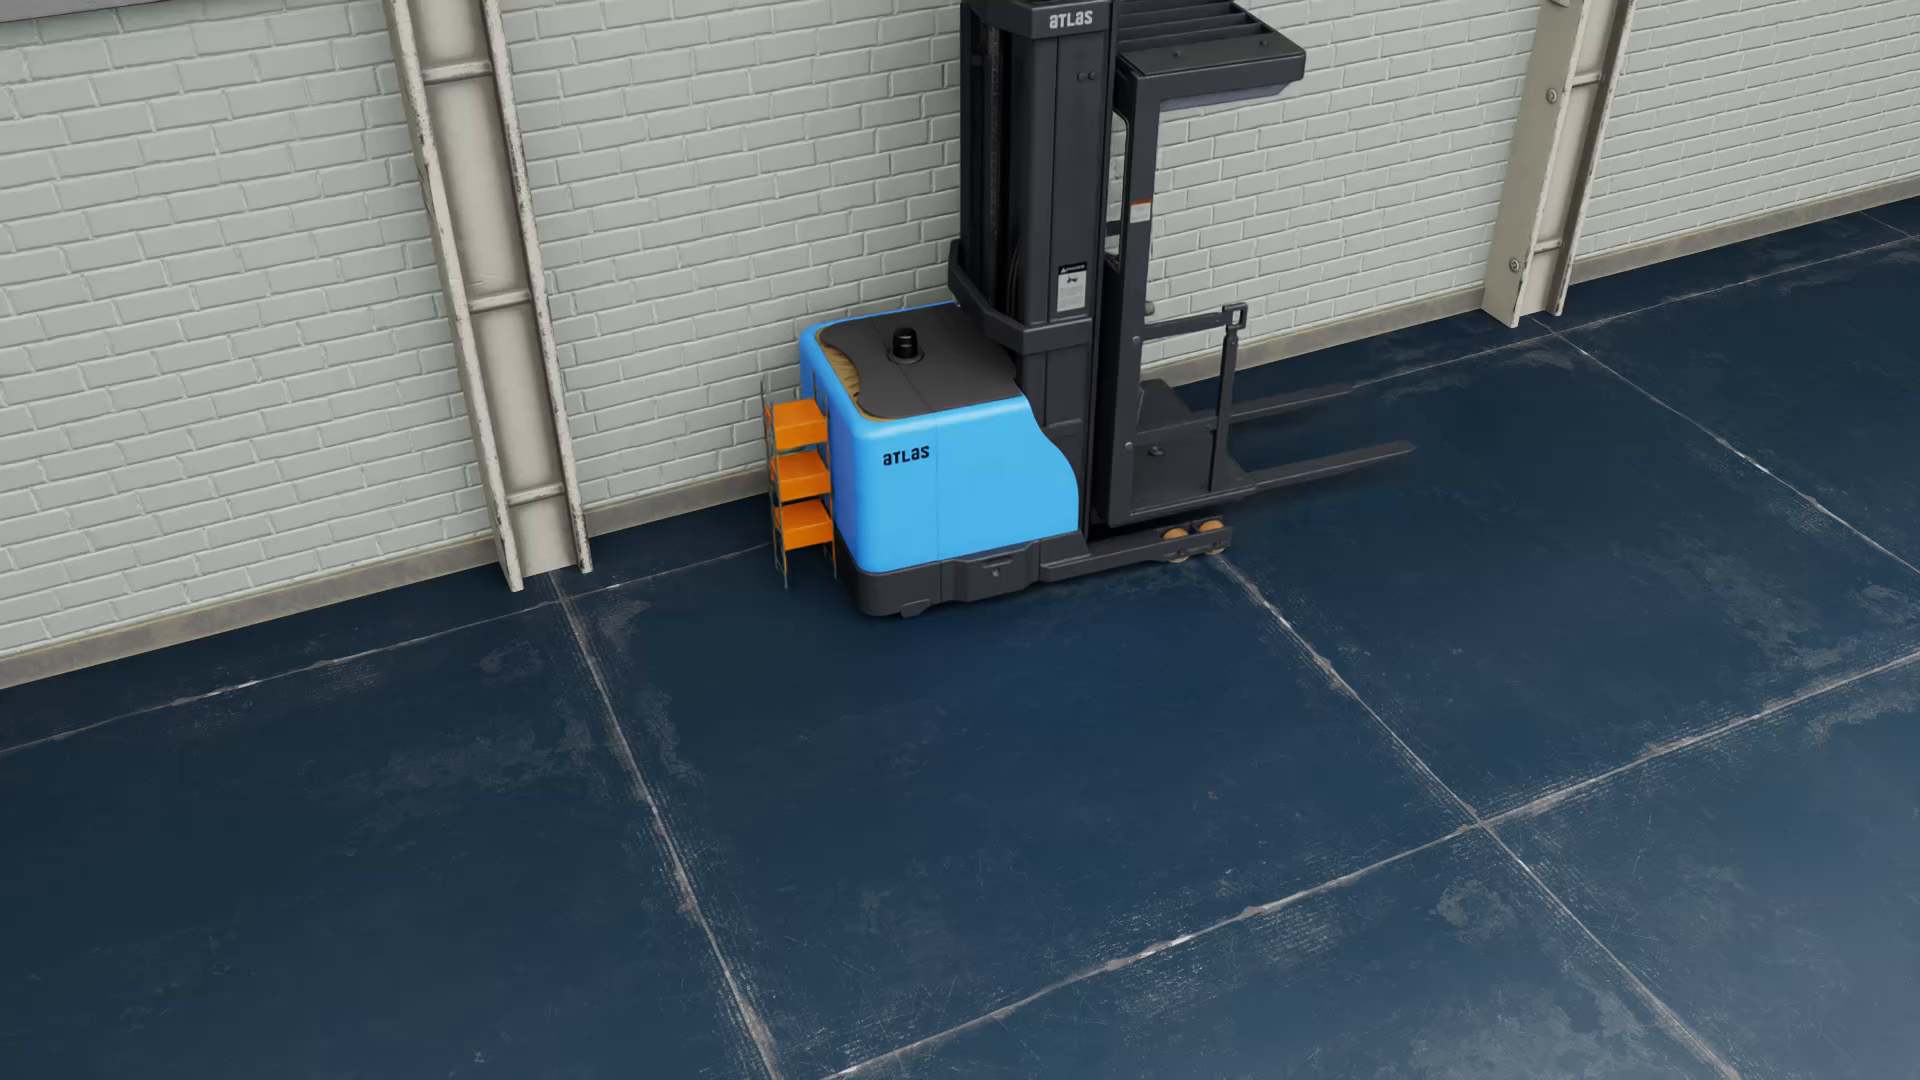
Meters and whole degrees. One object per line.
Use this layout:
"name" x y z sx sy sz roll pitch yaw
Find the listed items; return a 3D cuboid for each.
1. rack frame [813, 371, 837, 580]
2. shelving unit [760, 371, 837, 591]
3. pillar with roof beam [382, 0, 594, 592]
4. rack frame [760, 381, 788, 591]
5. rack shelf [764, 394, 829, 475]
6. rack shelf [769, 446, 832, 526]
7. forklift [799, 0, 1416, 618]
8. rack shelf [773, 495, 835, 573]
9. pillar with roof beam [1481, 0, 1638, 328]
"rack frame" -0.629 -0.286 7.754 0.008 1.050 0.200 -12 38 -16
"shelving unit" -0.744 -0.261 7.720 0.252 1.050 0.215 -12 38 -16
"pillar with roof beam" -0.189 -1.177 2.283 0.400 9.000 9.100 -16 39 -20
"rack frame" -0.859 -0.236 7.687 0.008 1.050 0.200 -12 38 -16
"rack shelf" -0.744 -0.480 7.558 0.240 0.259 0.215 -12 38 -16
"rack shelf" -0.744 -0.252 7.727 0.240 0.259 0.215 -12 38 -16
"forklift" 0.803 -1.350 7.610 3.031 2.935 1.130 -12 38 -16
"rack shelf" -0.744 -0.029 7.892 0.240 0.259 0.215 -12 38 -16
"pillar with roof beam" 5.242 -2.696 4.331 0.400 9.000 9.100 -16 39 -20
